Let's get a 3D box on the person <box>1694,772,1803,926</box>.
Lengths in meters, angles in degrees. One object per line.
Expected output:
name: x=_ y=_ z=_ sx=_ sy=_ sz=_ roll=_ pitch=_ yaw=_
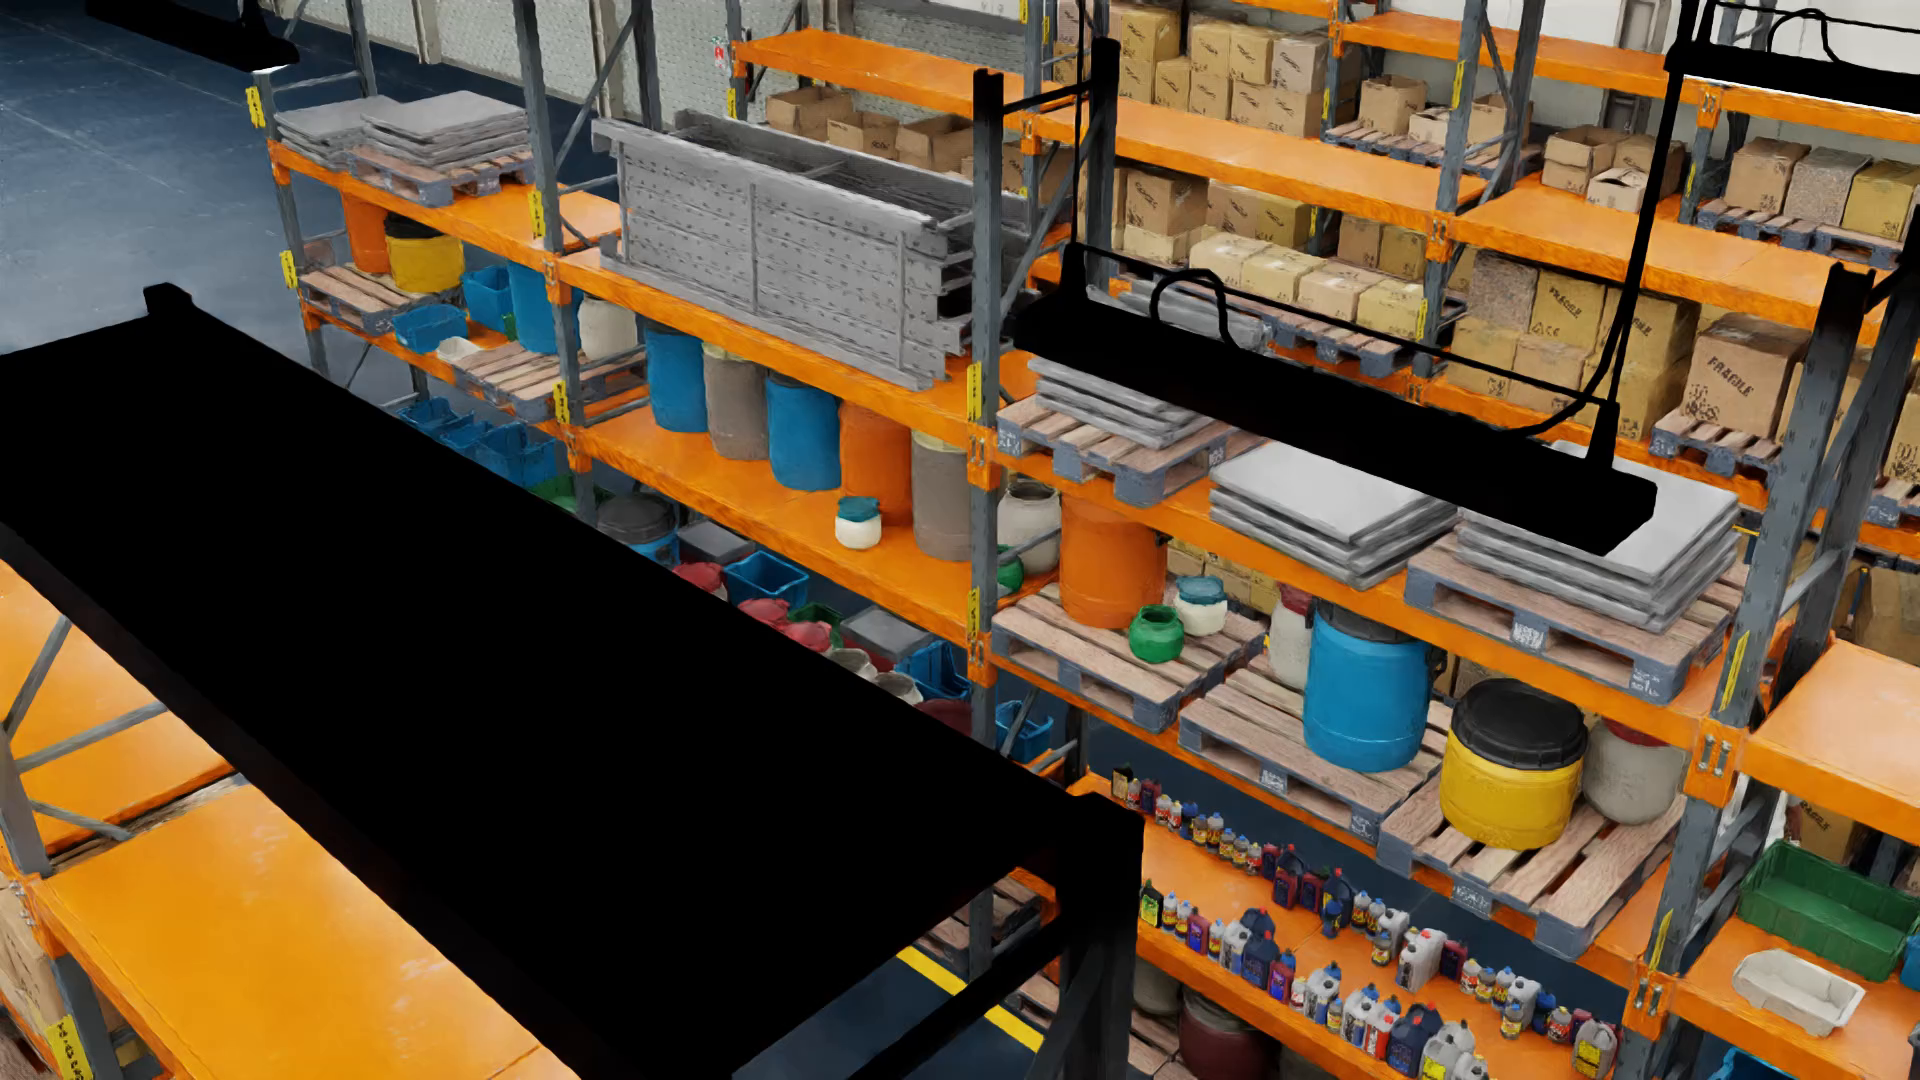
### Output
person: x=5.169 y=1.947 z=10.921 sx=0.668 sy=1.786 sz=0.407 roll=14 pitch=32 yaw=23
